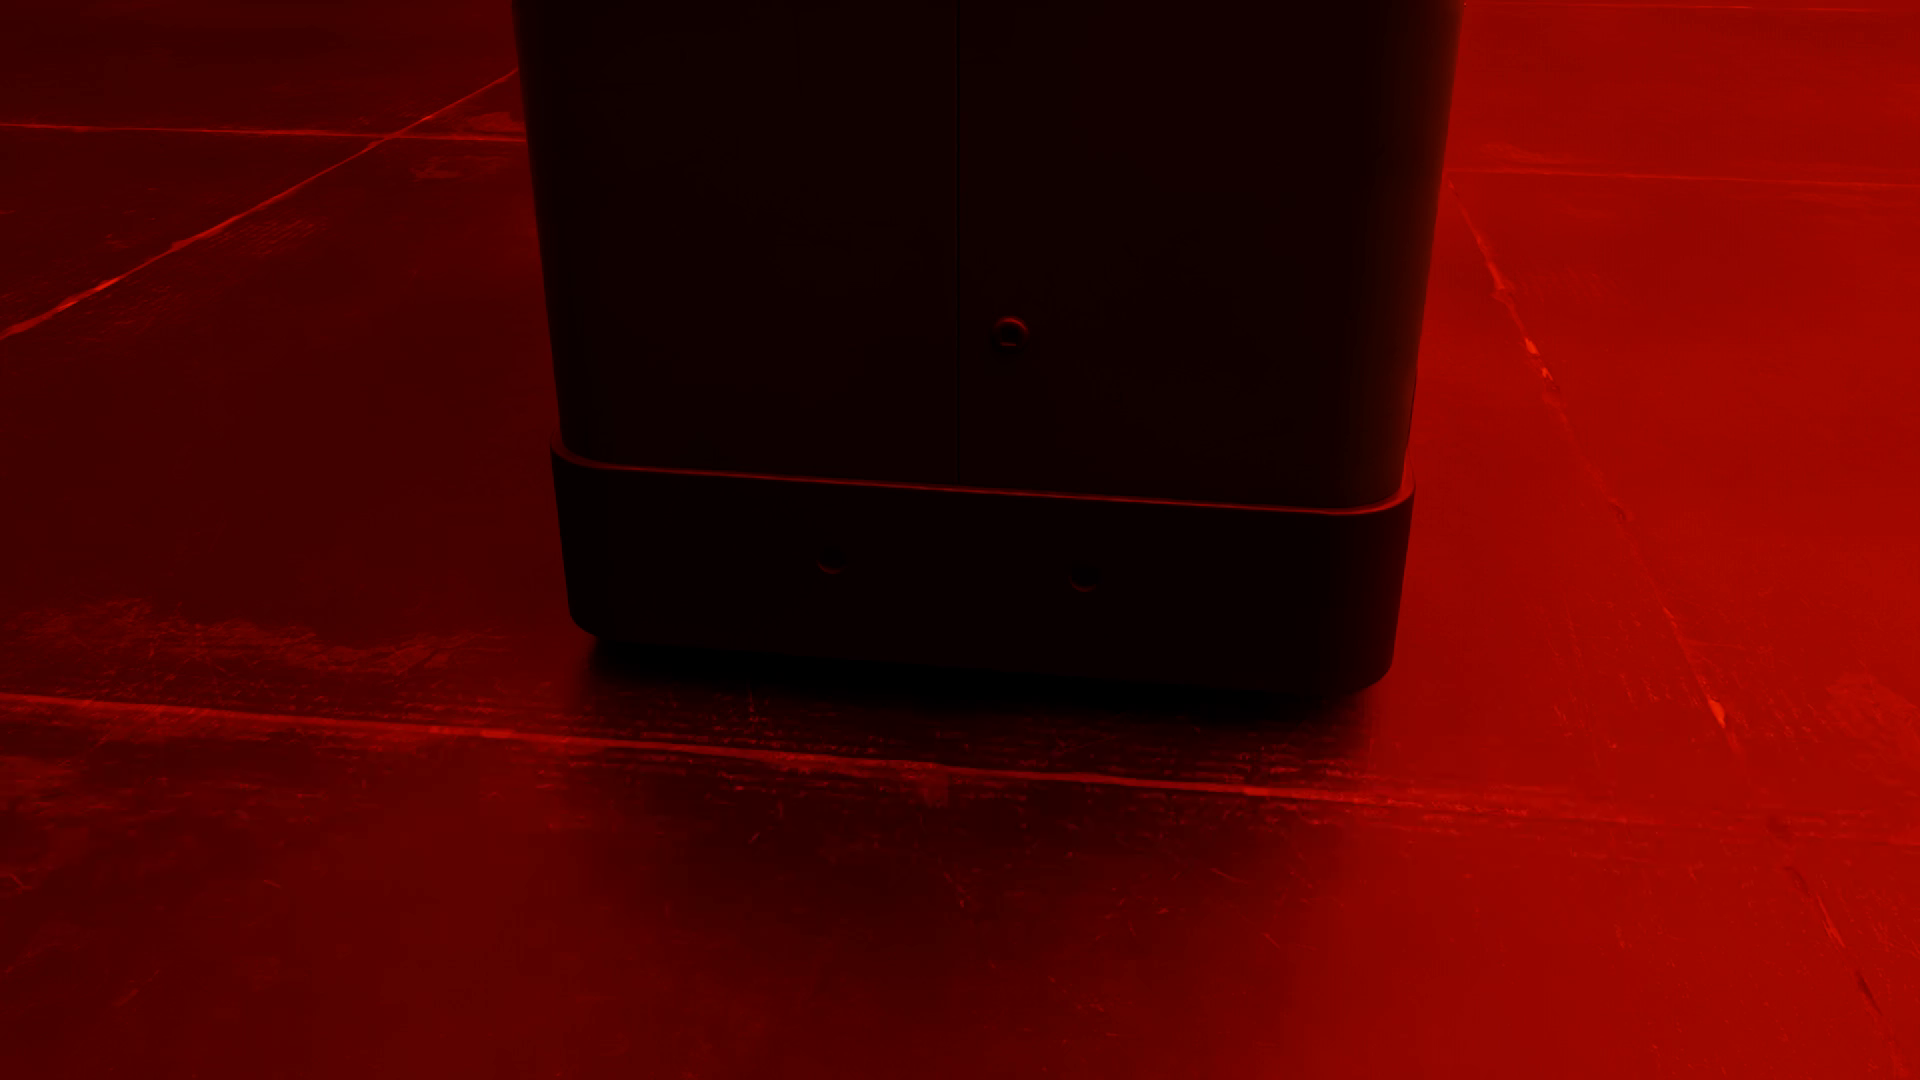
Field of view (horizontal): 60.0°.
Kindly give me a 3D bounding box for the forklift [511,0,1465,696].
[{"bbox_3d":[0.221,-1.759,2.742,1.130,2.935,3.031,4,27,8],"label":"forklift"}]
